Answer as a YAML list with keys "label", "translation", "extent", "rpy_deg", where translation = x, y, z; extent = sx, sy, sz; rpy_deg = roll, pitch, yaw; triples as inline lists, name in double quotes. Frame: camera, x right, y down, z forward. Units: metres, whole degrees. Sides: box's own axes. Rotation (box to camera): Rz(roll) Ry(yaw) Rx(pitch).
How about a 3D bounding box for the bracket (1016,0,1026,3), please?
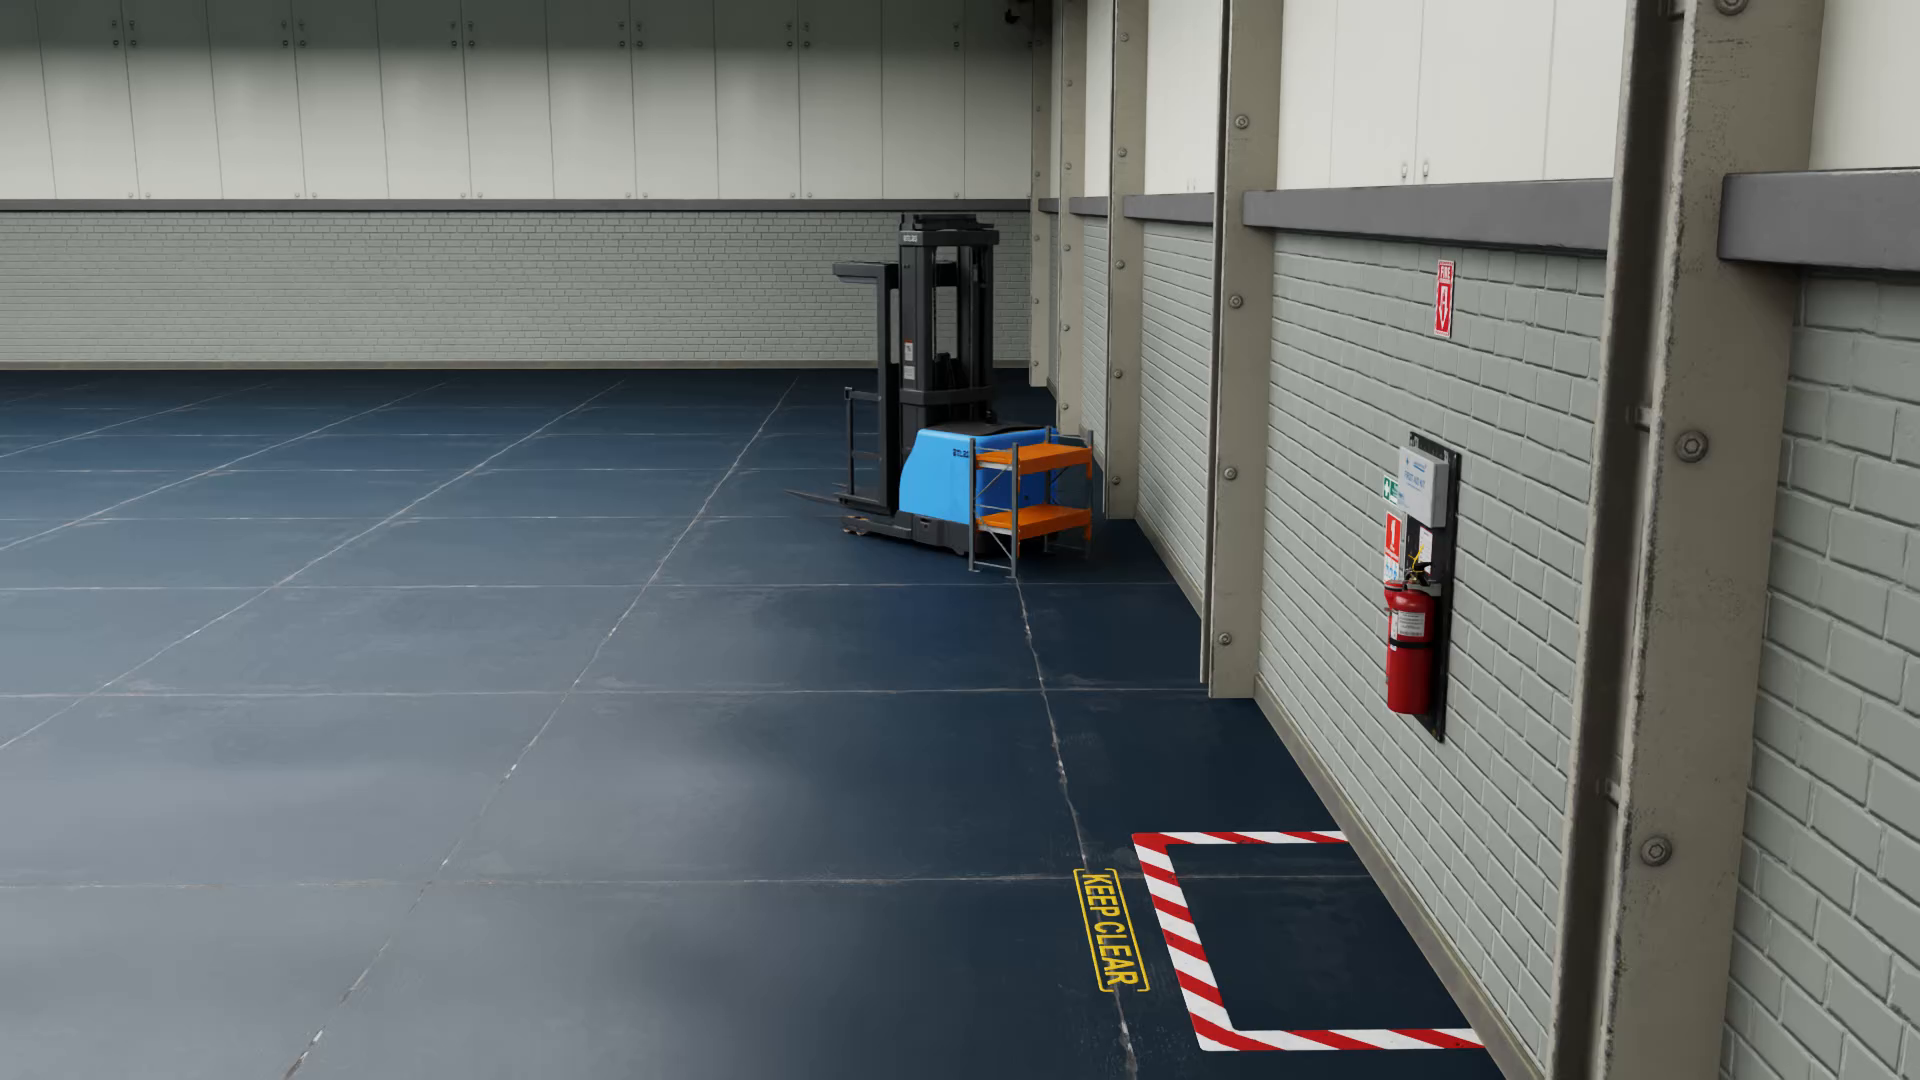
- label: "bracket"
  translation: [0.993, -8.721, 26.551]
  extent: [0.235, 0.232, 0.430]
  rpy_deg: [0, 11, -1]

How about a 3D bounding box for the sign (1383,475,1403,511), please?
- label: "sign"
  translation: [1.906, -0.208, 7.308]
  extent: [0.001, 0.109, 0.331]
  rpy_deg: [0, 11, -1]

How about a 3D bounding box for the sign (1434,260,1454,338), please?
- label: "sign"
  translation: [1.922, -0.959, 6.605]
  extent: [0.001, 0.298, 0.199]
  rpy_deg: [0, 11, -1]

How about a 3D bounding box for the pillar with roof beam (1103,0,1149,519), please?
- label: "pillar with roof beam"
  translation: [-2.716, -4.638, 15.477]
  extent: [9.100, 9.000, 0.400]
  rpy_deg: [0, 11, -1]

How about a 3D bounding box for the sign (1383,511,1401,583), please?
- label: "sign"
  translation: [1.914, 0.051, 7.366]
  extent: [0.001, 0.329, 0.234]
  rpy_deg: [0, 11, -1]

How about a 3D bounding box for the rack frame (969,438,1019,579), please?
- label: "rack frame"
  translation: [0.277, -0.264, 13.720]
  extent: [0.500, 1.125, 0.032]
  rpy_deg: [10, 15, 40]

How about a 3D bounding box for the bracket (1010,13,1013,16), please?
- label: "bracket"
  translation: [0.939, -9.240, 29.107]
  extent: [0.076, 0.066, 3.189]
  rpy_deg: [0, 11, -1]

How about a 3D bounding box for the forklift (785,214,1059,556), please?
- label: "forklift"
  translation: [-0.476, -1.534, 15.442]
  extent: [1.130, 2.935, 3.031]
  rpy_deg: [-10, 15, -41]

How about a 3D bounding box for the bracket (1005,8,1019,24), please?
- label: "bracket"
  translation: [0.927, -9.357, 29.686]
  extent: [0.235, 0.232, 0.430]
  rpy_deg: [0, 11, -1]

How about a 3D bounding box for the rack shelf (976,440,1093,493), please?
- label: "rack shelf"
  translation: [0.610, -0.627, 14.038]
  extent: [0.538, 0.278, 1.000]
  rpy_deg: [10, 15, 40]

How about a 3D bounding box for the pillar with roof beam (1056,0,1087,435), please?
- label: "pillar with roof beam"
  translation: [-2.840, -5.830, 21.356]
  extent: [9.100, 9.000, 0.400]
  rpy_deg: [0, 11, -1]

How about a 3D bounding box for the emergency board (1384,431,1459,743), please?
- label: "emergency board"
  translation: [1.823, 0.179, 6.825]
  extent: [0.194, 1.169, 0.643]
  rpy_deg: [0, 11, -1]

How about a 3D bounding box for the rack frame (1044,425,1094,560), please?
- label: "rack frame"
  translation: [0.943, -0.416, 14.472]
  extent: [0.500, 1.125, 0.032]
  rpy_deg: [10, 15, 40]

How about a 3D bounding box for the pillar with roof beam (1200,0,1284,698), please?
- label: "pillar with roof beam"
  translation: [-2.592, -3.445, 9.598]
  extent: [9.100, 9.000, 0.400]
  rpy_deg: [0, 11, -1]

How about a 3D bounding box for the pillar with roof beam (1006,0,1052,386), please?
- label: "pillar with roof beam"
  translation: [-2.964, -7.023, 27.235]
  extent: [9.100, 9.000, 0.548]
  rpy_deg: [0, 11, -1]

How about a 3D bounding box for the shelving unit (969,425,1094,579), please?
- label: "shelving unit"
  translation: [0.610, -0.340, 14.096]
  extent: [0.538, 1.125, 1.048]
  rpy_deg: [10, 15, 40]

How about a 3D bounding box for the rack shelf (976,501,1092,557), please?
- label: "rack shelf"
  translation: [0.610, -0.100, 14.145]
  extent: [0.538, 0.278, 1.000]
  rpy_deg: [10, 15, 40]
